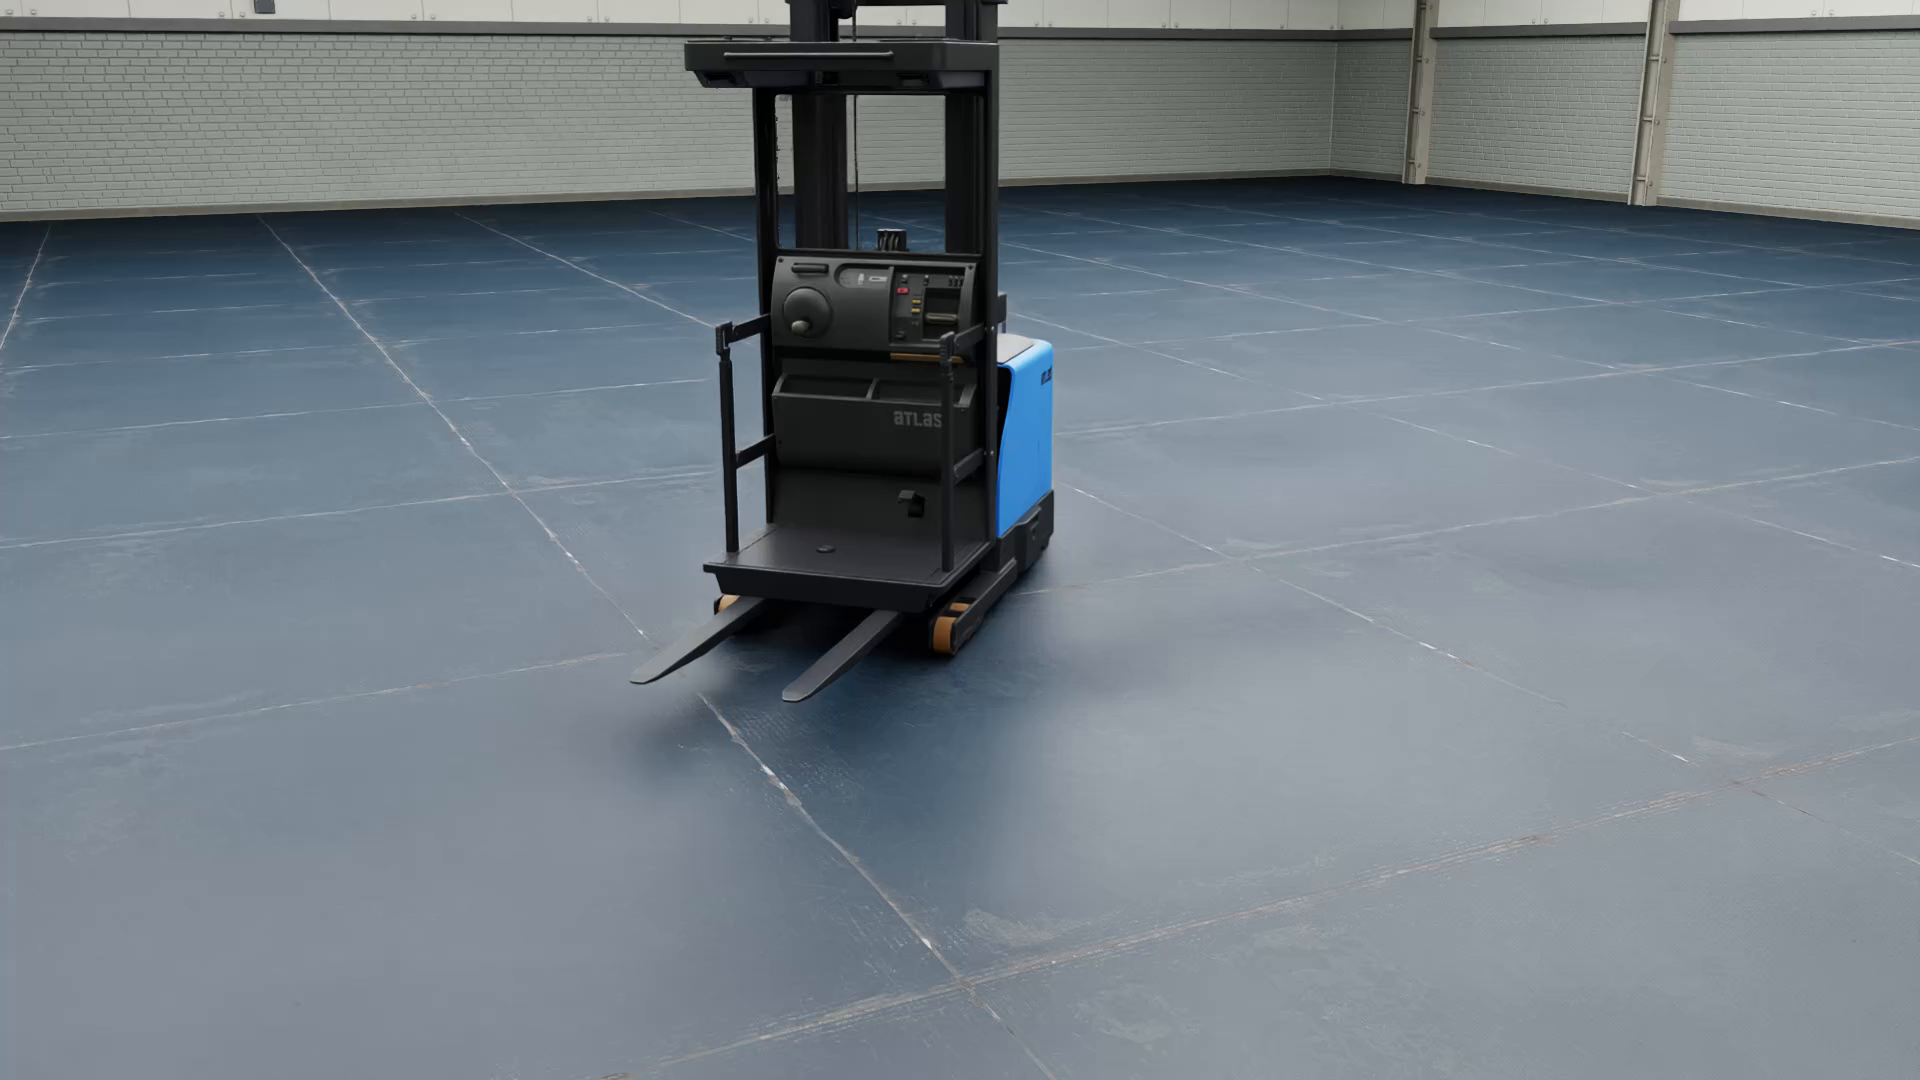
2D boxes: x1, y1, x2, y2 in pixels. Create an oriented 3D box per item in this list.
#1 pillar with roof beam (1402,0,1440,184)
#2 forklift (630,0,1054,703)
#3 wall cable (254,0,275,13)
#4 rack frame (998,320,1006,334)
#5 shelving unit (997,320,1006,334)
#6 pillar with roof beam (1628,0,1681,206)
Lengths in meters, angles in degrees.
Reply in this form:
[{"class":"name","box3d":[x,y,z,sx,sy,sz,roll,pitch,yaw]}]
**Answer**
[{"class":"pillar with roof beam","box3d":[5.575,-11.225,31.553,9.100,9.000,0.400,-8,18,-25]},{"class":"forklift","box3d":[-0.444,-1.043,7.073,1.130,2.935,3.031,5,17,17]},{"class":"wall cable","box3d":[-10.432,-11.607,26.719,2.305,6.003,0.169,-8,18,-25]},{"class":"rack frame","box3d":[0.123,-0.623,8.746,0.240,1.200,0.006,-4,16,-12]},{"class":"shelving unit","box3d":[0.103,-0.648,8.832,0.258,1.200,0.189,-4,16,-12]},{"class":"pillar with roof beam","box3d":[8.204,-9.737,26.369,9.100,9.000,0.400,-8,18,-25]}]
